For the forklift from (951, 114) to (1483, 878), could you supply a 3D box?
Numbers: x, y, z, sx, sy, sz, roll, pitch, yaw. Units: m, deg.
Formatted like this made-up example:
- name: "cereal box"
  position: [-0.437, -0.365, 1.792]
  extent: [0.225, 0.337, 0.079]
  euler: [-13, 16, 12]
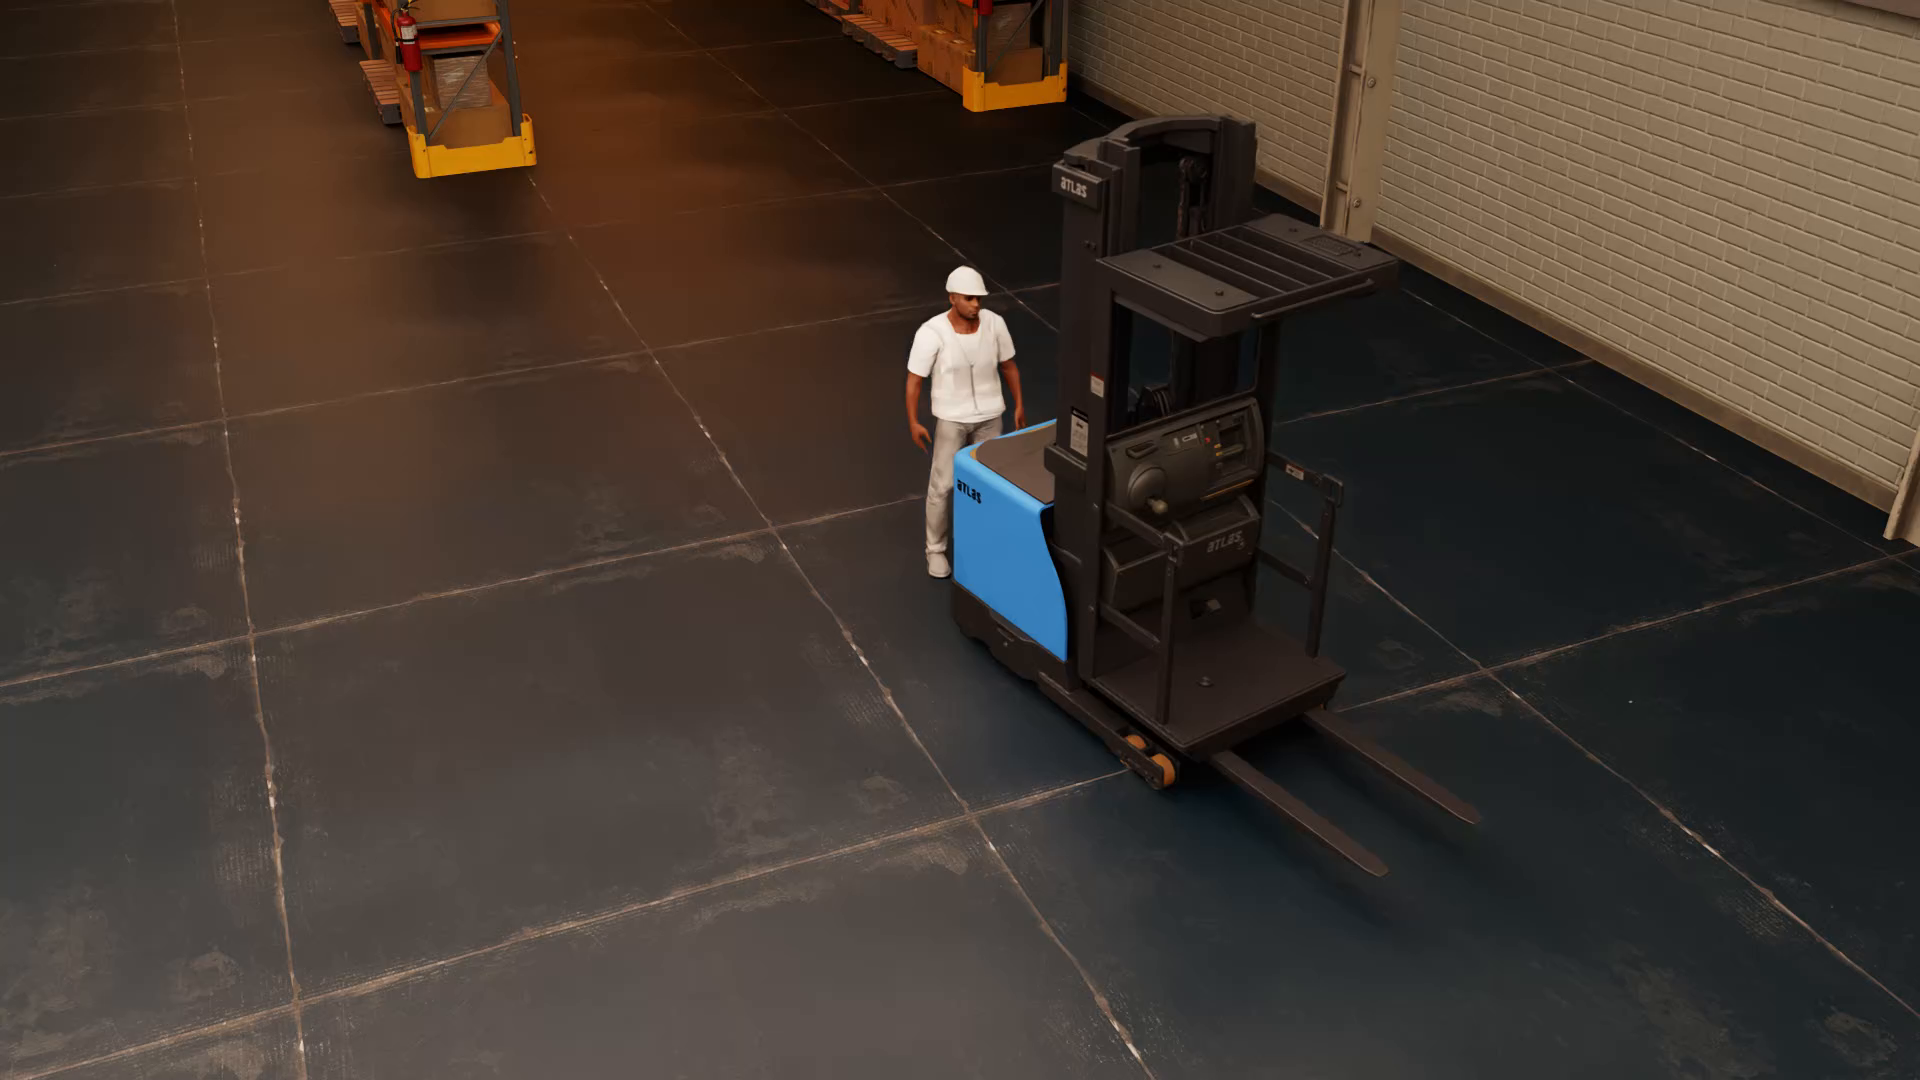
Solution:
- name: "forklift"
  position: [1.203, -0.349, 7.731]
  extent: [1.130, 2.935, 3.031]
  euler: [-19, 35, -30]

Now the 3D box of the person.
- name: "person"
  position: [0.033, -0.753, 9.585]
  extent: [0.708, 1.683, 0.422]
  euler: [-10, 31, -17]
